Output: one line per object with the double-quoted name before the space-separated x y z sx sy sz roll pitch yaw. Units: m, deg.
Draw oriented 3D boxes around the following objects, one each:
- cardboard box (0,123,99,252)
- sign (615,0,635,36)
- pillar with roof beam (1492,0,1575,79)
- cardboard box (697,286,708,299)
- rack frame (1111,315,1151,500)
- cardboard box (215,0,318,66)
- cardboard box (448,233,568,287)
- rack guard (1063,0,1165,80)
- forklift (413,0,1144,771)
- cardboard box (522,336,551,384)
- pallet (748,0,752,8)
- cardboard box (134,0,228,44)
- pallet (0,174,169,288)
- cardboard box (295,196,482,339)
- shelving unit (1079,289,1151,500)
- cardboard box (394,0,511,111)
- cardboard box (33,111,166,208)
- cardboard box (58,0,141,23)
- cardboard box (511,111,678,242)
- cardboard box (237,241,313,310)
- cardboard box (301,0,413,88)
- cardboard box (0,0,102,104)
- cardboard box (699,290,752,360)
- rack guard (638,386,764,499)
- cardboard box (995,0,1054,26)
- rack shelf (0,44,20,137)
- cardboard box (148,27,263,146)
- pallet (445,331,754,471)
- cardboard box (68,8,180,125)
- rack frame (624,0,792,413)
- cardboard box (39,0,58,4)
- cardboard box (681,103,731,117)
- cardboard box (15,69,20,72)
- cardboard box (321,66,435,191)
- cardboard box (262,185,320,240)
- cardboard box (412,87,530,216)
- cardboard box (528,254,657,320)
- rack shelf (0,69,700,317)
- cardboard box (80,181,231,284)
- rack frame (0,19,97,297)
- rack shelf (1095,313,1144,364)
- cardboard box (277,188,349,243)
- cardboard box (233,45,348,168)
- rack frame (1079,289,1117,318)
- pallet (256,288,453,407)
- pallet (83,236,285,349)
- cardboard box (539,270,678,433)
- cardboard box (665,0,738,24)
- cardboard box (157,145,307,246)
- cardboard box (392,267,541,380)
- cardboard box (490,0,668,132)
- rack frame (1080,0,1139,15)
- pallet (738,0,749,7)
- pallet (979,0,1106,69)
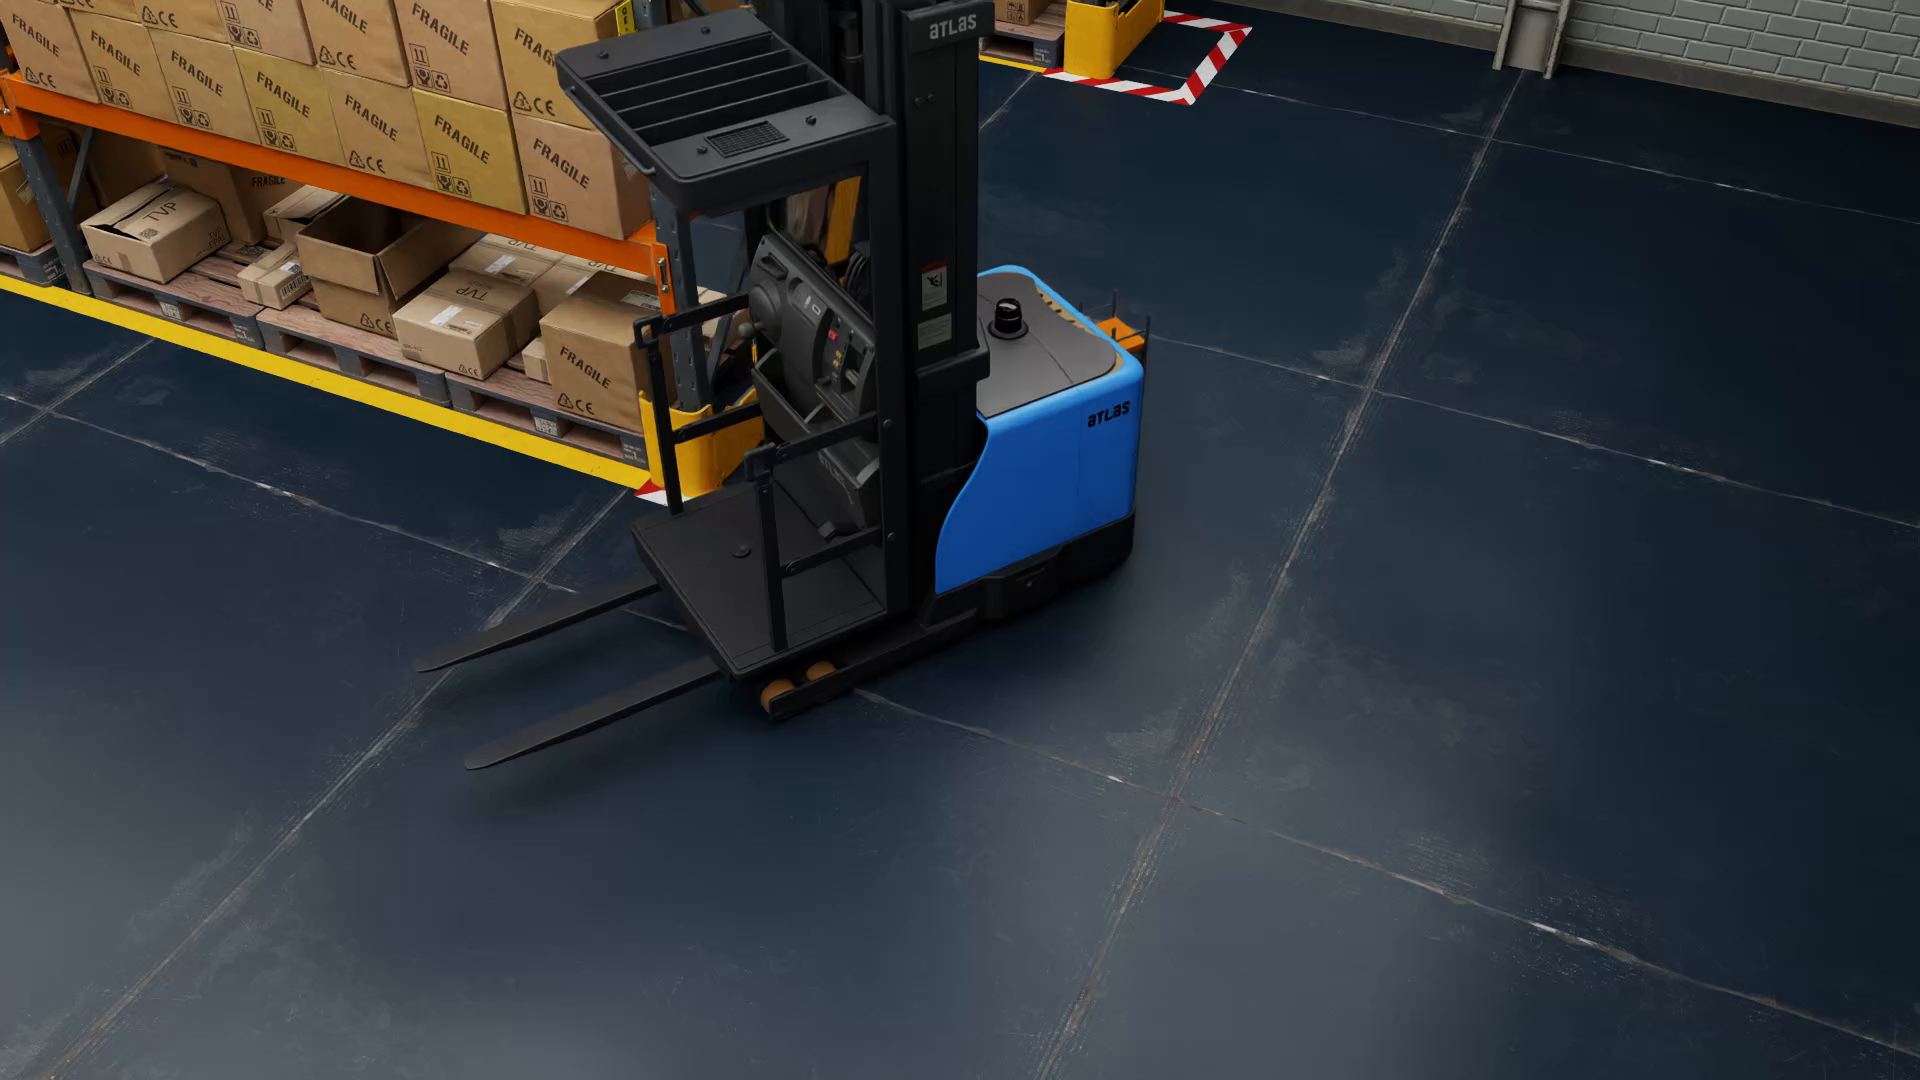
"cardboard box" -5.221 -1.977 9.197 0.500 0.500 0.500 17 44 18
"sign" -1.280 -1.914 6.427 0.005 0.325 0.100 17 44 19
"pillar with roof beam" 2.056 -4.100 5.494 0.400 9.000 9.100 17 44 19
"cardboard box" -1.488 -1.166 8.516 0.250 0.166 0.380 17 44 19
"rack frame" 0.732 -0.535 7.449 0.200 1.050 0.008 -22 46 -23
"cardboard box" -2.943 -2.479 7.364 0.500 0.500 0.500 18 44 20
"cardboard box" -2.307 -1.404 8.727 0.500 0.250 0.500 17 44 19
"rack guard" 1.085 -3.671 11.488 0.348 0.500 1.175 17 44 19
"forklift" -0.749 -0.774 6.289 3.031 2.935 1.130 -22 46 -23
"cardboard box" -1.954 -0.947 8.263 0.250 0.166 0.380 17 44 19
"pallet" -0.796 -4.082 12.183 1.213 0.211 1.003 17 44 19
"cardboard box" -3.411 -2.622 7.529 0.500 0.500 0.500 16 43 17
"pallet" -5.406 -1.938 9.709 1.213 0.211 1.003 17 44 19
"cardboard box" -2.948 -1.495 8.638 0.637 0.503 0.797 17 44 19
"shelving unit" 0.668 -0.603 7.527 0.215 1.050 0.252 -22 46 -23
"cardboard box" -2.005 -2.196 7.038 0.500 0.500 0.500 18 44 20
"cardboard box" -4.988 -2.289 9.557 0.500 0.500 0.500 15 43 17
"cardboard box" -3.877 -2.764 7.693 0.500 0.500 0.500 16 43 17
"cardboard box" -1.549 -1.681 7.207 0.500 0.500 0.500 18 44 20
"cardboard box" -3.576 -1.406 8.793 0.250 0.166 0.380 17 44 19
"cardboard box" -2.477 -2.337 7.200 0.500 0.500 0.500 18 44 20
"cardboard box" -4.306 -2.524 8.179 0.500 0.500 0.500 18 44 20
"cardboard box" -1.262 -1.090 8.442 0.250 0.149 0.380 17 44 19
"rack guard" -1.097 -0.758 8.126 0.348 0.500 1.175 17 44 19
"cardboard box" 0.387 -3.971 11.513 0.500 0.500 0.700 17 44 19
"rack shelf" -6.465 -3.071 9.436 4.000 0.370 1.077 17 44 19
"cardboard box" -3.388 -2.244 7.856 0.500 0.500 0.500 17 44 18
"pallet" -1.819 -0.869 8.475 1.213 0.211 1.003 17 44 19
"cardboard box" -3.841 -2.384 8.018 0.500 0.500 0.500 18 44 19
"rack frame" -1.028 -1.681 7.283 0.127 3.000 1.000 17 44 19
"cardboard box" -4.345 -2.907 7.858 0.500 0.500 0.500 18 44 20
"cardboard box" -1.318 -1.998 7.573 0.500 0.500 0.500 18 44 20
"cardboard box" -5.476 -2.430 9.720 0.500 0.500 0.500 18 44 19
"cardboard box" -2.470 -1.964 7.534 0.500 0.500 0.500 17 44 19
"cardboard box" -3.651 -1.820 9.284 0.250 0.149 0.380 17 44 19
"cardboard box" -2.020 -1.823 7.371 0.500 0.500 0.500 17 44 19
"cardboard box" -1.854 -1.266 8.568 0.500 0.250 0.500 17 44 19
"rack shelf" -2.840 -1.963 8.158 4.000 0.370 1.077 17 44 19
"cardboard box" -4.364 -1.694 9.016 0.500 0.311 0.500 17 44 19
"rack frame" -4.653 -2.789 8.561 0.127 3.000 1.000 17 44 19
"rack shelf" 0.668 -0.809 7.349 0.215 0.259 0.240 -22 46 -23
"cardboard box" -3.337 -1.742 9.070 0.500 0.311 0.500 17 44 19
"cardboard box" -2.927 -2.104 7.695 0.500 0.500 0.500 16 44 18
"rack frame" 0.604 -0.671 7.606 0.200 1.050 0.008 -22 46 -23
"pallet" -2.921 -1.207 8.866 1.213 0.211 1.003 17 44 19
"pallet" -4.031 -1.544 9.255 1.213 0.211 1.003 17 44 19
"cardboard box" -1.625 -0.907 7.963 0.500 0.500 0.500 17 44 19
"cardboard box" -1.318 -2.376 7.245 0.500 0.500 0.500 18 44 20
"cardboard box" -4.016 -2.021 9.248 0.500 0.500 0.500 17 44 19
"cardboard box" -2.473 -1.094 8.369 0.500 0.250 0.500 17 44 19
"cardboard box" -1.547 -2.057 6.877 0.500 0.500 0.500 17 44 18
"rack frame" 1.063 -4.622 10.677 0.127 3.000 1.000 17 44 19
"pallet" -1.906 -4.419 12.572 1.213 0.211 1.003 17 44 19
"pallet" 0.306 -3.744 11.792 1.213 0.211 1.003 17 44 19
